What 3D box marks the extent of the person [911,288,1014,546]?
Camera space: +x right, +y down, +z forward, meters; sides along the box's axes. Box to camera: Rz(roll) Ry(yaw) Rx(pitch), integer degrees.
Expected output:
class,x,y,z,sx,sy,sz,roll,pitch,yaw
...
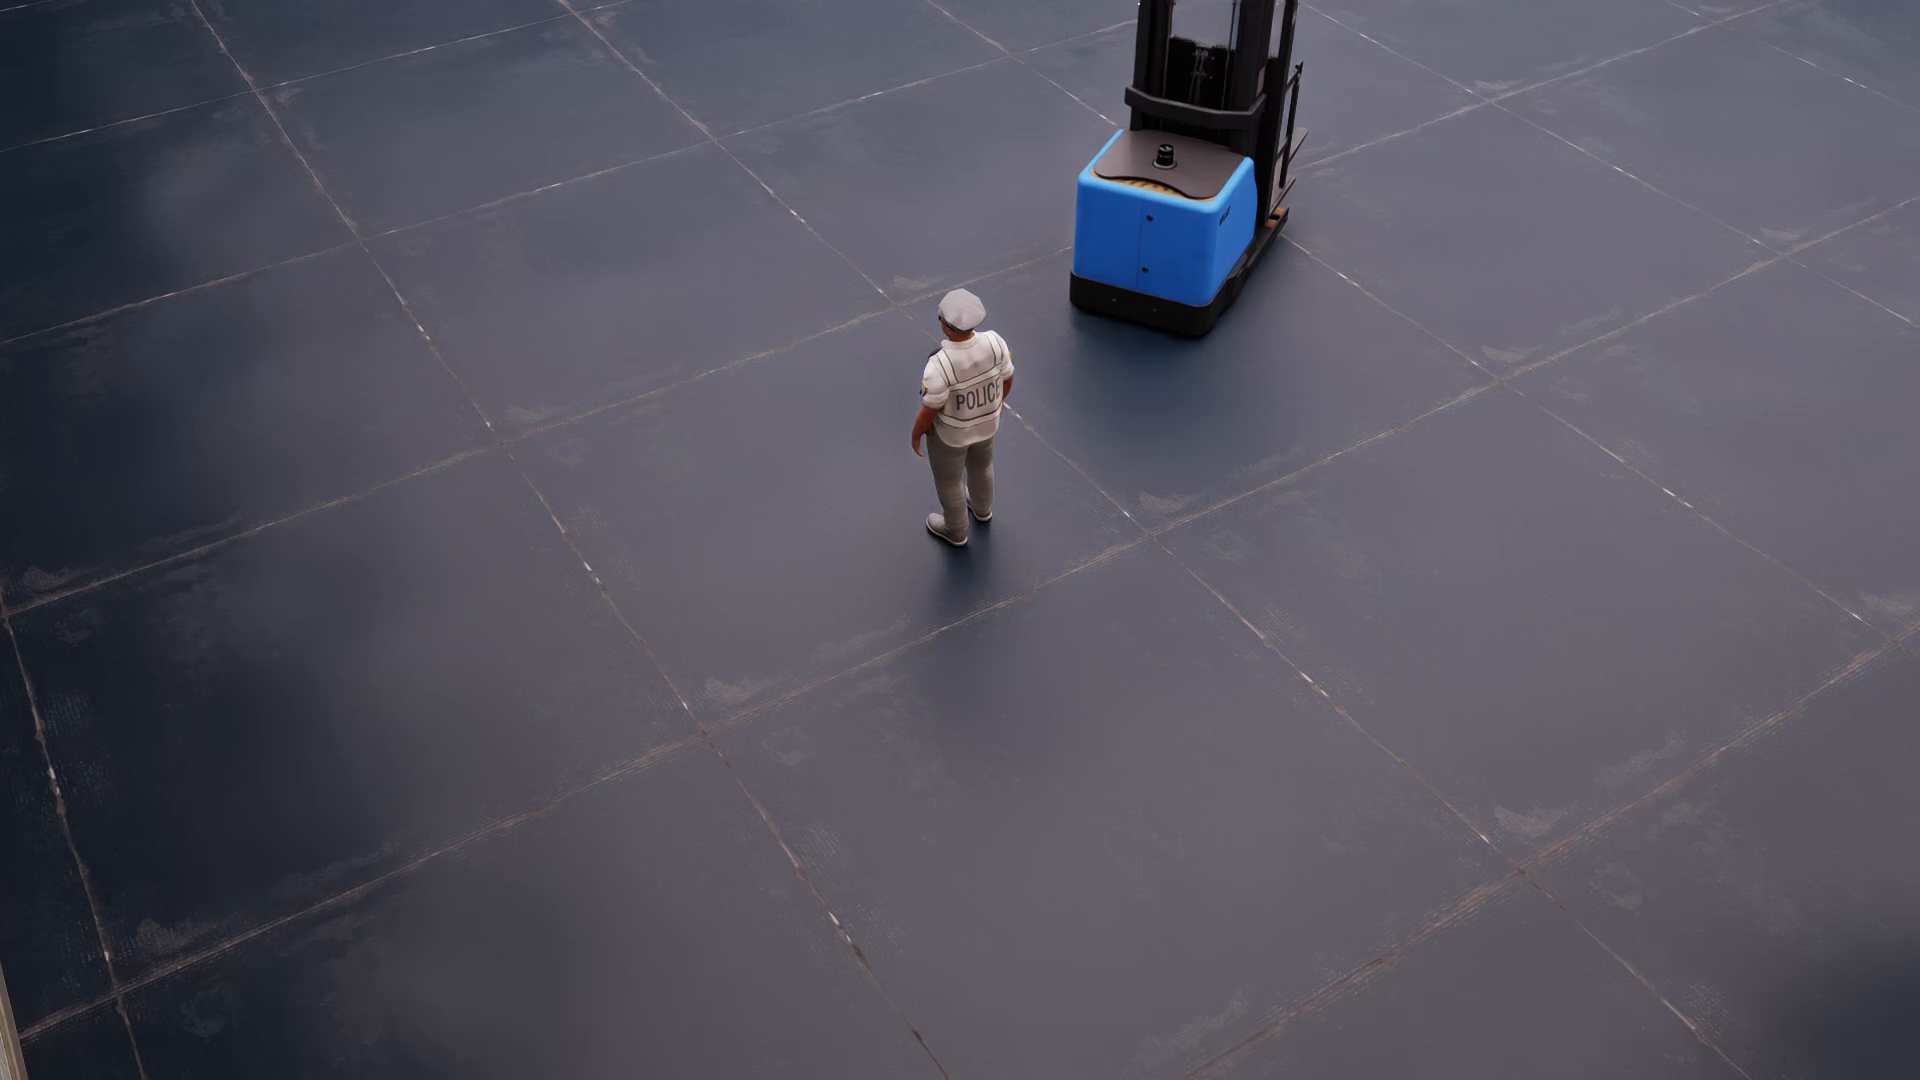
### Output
class,x,y,z,sx,sy,sz,roll,pitch,yaw
person,-0.031,-0.724,9.562,0.640,1.781,0.575,-23,46,-24

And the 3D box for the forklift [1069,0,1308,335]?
class,x,y,z,sx,sy,sz,roll,pitch,yaw
forklift,1.884,-3.503,11.880,1.130,2.935,3.031,18,44,19
